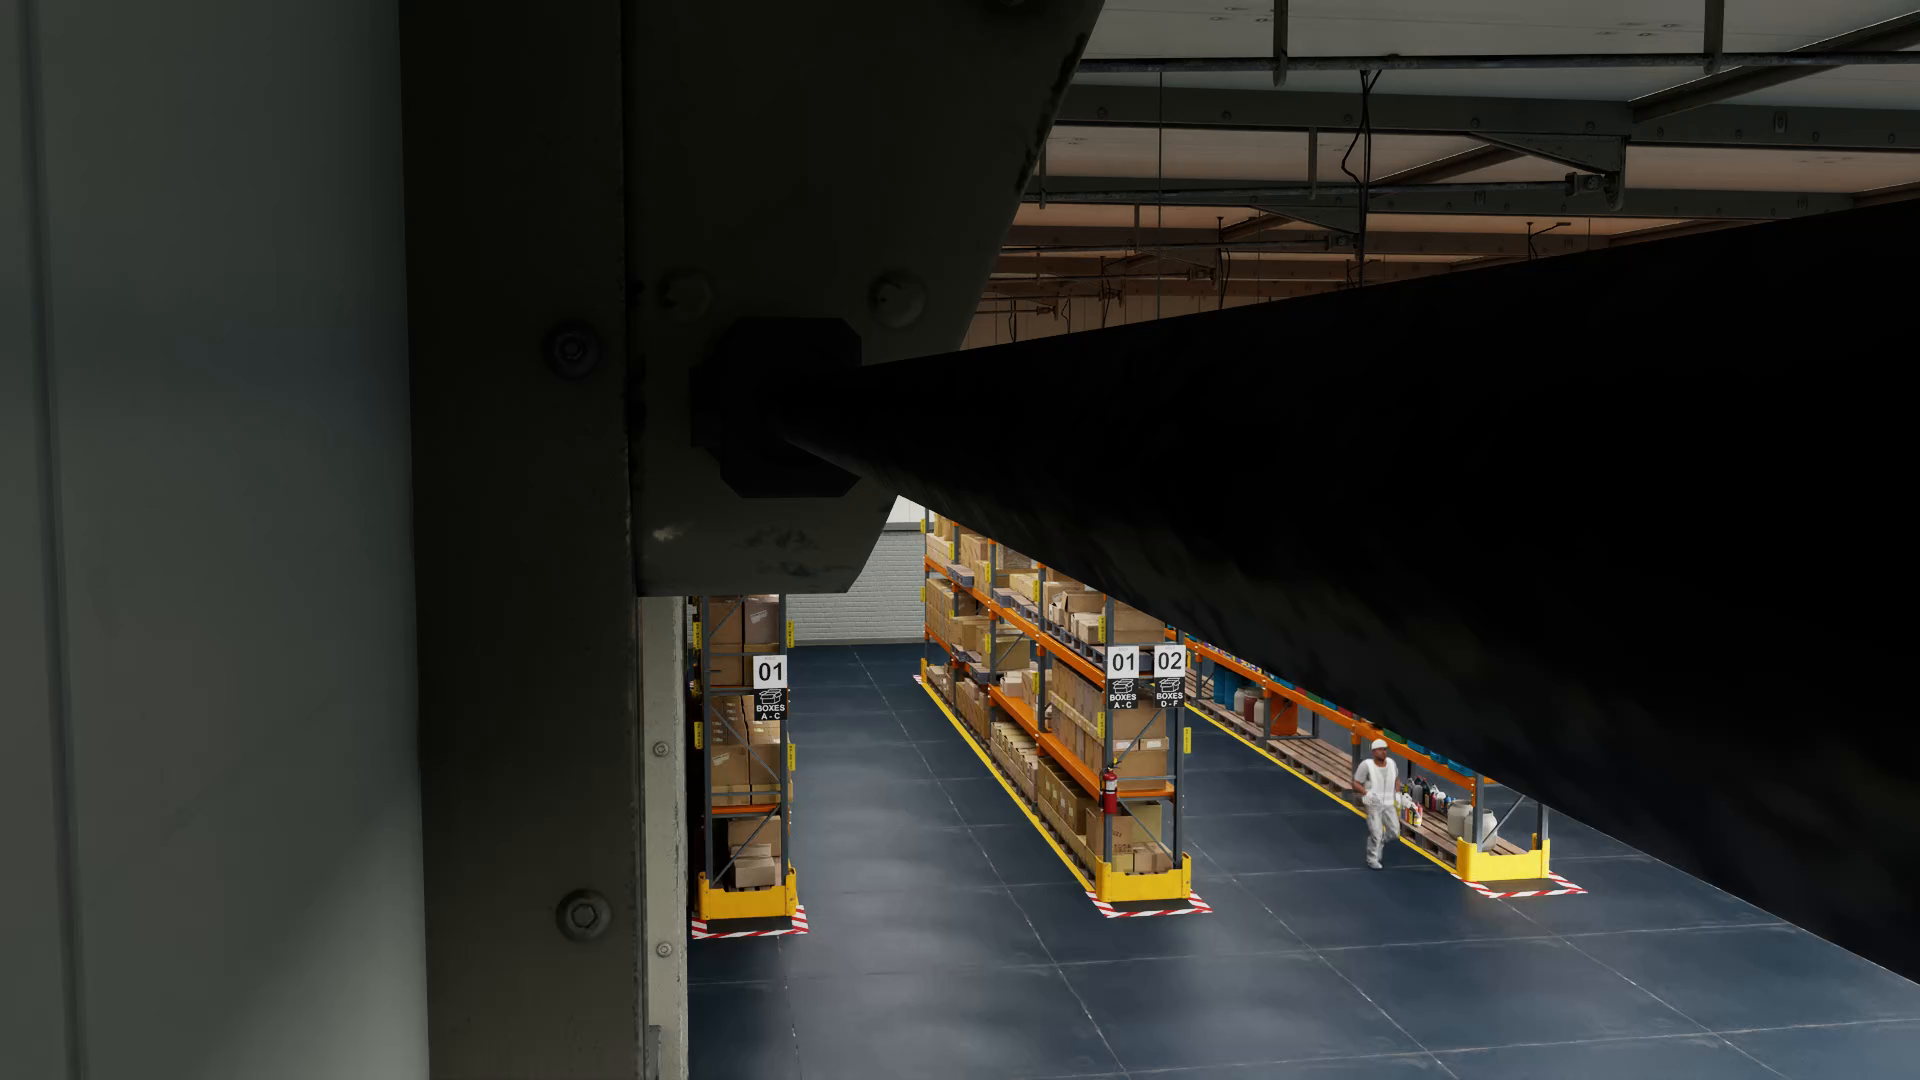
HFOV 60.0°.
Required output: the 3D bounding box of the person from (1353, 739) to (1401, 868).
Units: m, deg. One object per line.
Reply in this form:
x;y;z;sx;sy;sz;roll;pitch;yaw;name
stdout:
5.581;3.511;22.115;0.697;1.733;0.605;-1;5;-13;person
